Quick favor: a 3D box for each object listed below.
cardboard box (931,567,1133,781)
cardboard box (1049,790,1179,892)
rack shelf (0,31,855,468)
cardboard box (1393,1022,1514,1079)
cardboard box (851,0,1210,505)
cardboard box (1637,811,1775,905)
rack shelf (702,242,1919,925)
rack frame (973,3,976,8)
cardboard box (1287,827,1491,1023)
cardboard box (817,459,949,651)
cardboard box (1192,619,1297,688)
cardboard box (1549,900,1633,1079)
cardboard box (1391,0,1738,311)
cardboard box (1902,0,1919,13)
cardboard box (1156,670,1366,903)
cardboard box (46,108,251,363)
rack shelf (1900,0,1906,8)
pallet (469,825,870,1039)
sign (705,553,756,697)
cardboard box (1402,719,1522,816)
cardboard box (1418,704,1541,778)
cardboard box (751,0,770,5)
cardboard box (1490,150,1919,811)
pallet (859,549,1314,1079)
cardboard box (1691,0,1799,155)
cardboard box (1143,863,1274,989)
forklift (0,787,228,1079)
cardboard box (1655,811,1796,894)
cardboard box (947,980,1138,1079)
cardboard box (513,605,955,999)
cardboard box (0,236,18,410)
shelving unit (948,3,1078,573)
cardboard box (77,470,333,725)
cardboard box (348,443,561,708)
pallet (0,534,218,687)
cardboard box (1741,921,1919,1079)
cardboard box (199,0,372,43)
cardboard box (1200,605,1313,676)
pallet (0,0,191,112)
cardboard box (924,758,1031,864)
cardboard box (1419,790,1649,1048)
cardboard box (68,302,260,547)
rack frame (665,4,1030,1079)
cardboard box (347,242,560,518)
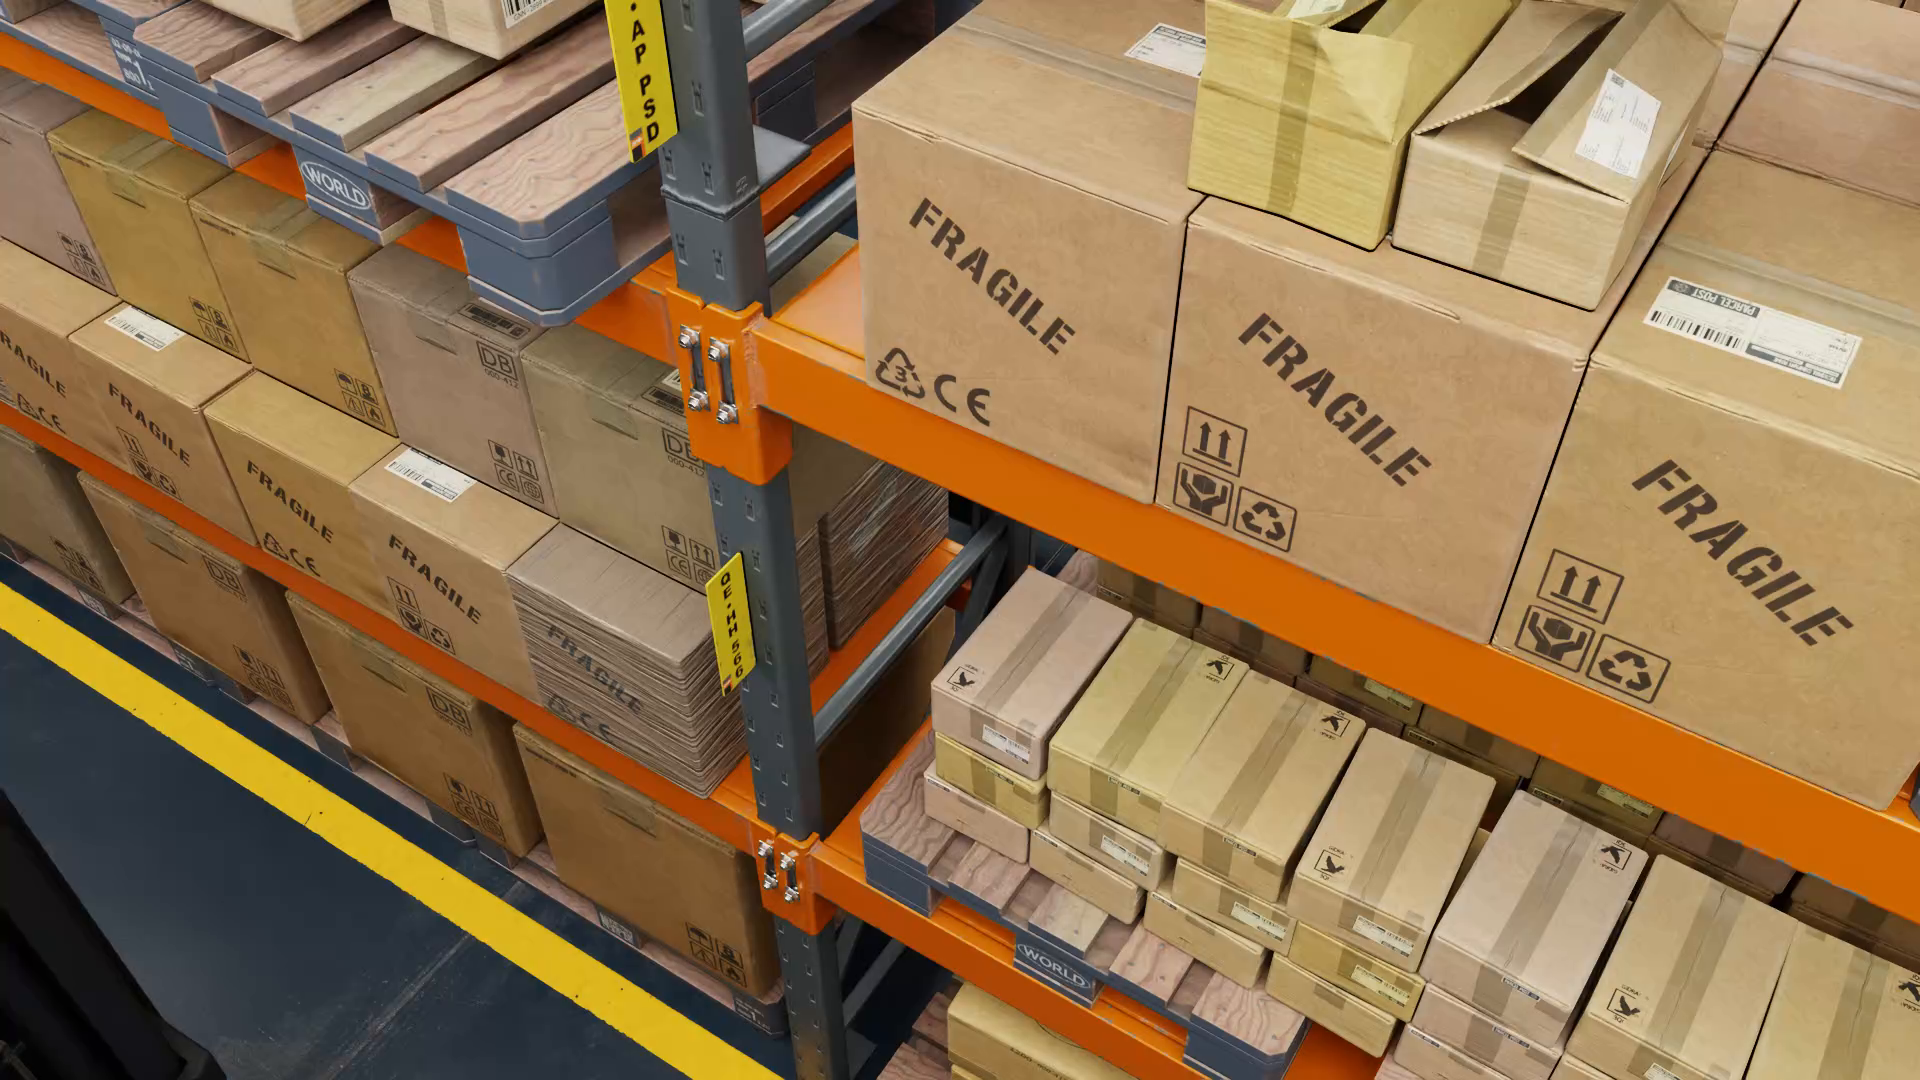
[{"bbox_3d":[0.147,0.265,3.369,0.250,0.149,0.380,25,51,22],"label":"cardboard box"},{"bbox_3d":[0.387,0.483,3.364,0.250,0.149,0.380,27,52,24],"label":"cardboard box"},{"bbox_3d":[-1.824,-1.336,3.866,4.000,0.370,1.077,25,51,22],"label":"rack shelf"},{"bbox_3d":[1.033,0.883,3.183,0.250,0.149,0.380,26,51,23],"label":"cardboard box"},{"bbox_3d":[0.196,-0.465,2.449,0.500,0.500,0.500,25,51,22],"label":"cardboard box"},{"bbox_3d":[1.599,0.588,3.470,0.250,0.149,0.380,26,51,23],"label":"cardboard box"},{"bbox_3d":[1.543,0.213,2.361,4.000,0.370,1.077,25,51,22],"label":"rack shelf"},{"bbox_3d":[-0.066,-0.762,5.526,0.015,2.100,0.400,25,51,22],"label":"rack frame"},{"bbox_3d":[0.826,0.682,3.171,0.250,0.149,0.380,25,51,22],"label":"cardboard box"},{"bbox_3d":[-0.373,-0.138,4.223,0.500,0.500,0.500,25,51,23],"label":"cardboard box"},{"bbox_3d":[0.731,0.185,3.861,0.250,0.149,0.380,25,51,22],"label":"cardboard box"},{"bbox_3d":[1.242,0.877,2.981,0.250,0.149,0.380,24,51,22],"label":"cardboard box"},{"bbox_3d":[0.721,-0.516,1.965,0.258,0.266,0.396,25,51,22],"label":"cardboard box"},{"bbox_3d":[3.753,-2.010,6.042,0.500,0.500,0.500,24,50,21],"label":"cardboard box"},{"bbox_3d":[0.575,0.463,3.176,0.250,0.149,0.380,24,51,22],"label":"cardboard box"},{"bbox_3d":[-1.803,-0.920,4.285,0.500,0.500,0.700,24,51,22],"label":"cardboard box"},{"bbox_3d":[4.306,-1.697,6.309,4.000,0.370,1.077,25,51,22],"label":"rack shelf"},{"bbox_3d":[-0.764,0.854,5.273,1.213,0.211,1.003,25,51,22],"label":"pallet"},{"bbox_3d":[-0.438,0.166,3.190,0.005,0.325,0.100,25,51,22],"label":"sign"},{"bbox_3d":[1.155,0.383,3.668,0.250,0.149,0.380,24,50,22],"label":"cardboard box"},{"bbox_3d":[1.180,0.287,3.554,0.250,0.149,0.380,25,51,22],"label":"cardboard box"},{"bbox_3d":[-0.335,-1.132,2.979,0.250,0.149,0.380,23,50,21],"label":"cardboard box"},{"bbox_3d":[1.045,-0.085,2.080,0.500,0.500,0.500,25,51,22],"label":"cardboard box"},{"bbox_3d":[0.517,0.512,3.795,1.003,0.211,1.213,25,51,22],"label":"pallet"},{"bbox_3d":[0.905,-0.593,2.574,0.500,0.500,0.500,25,51,22],"label":"cardboard box"},{"bbox_3d":[0.580,0.678,3.382,0.250,0.149,0.380,27,52,24],"label":"cardboard box"},{"bbox_3d":[-2.354,0.993,3.241,3.031,2.935,1.130,23,50,21],"label":"forklift"},{"bbox_3d":[1.608,0.485,3.362,0.250,0.149,0.380,26,51,23],"label":"cardboard box"},{"bbox_3d":[0.309,1.110,4.007,0.500,0.250,0.500,23,50,20],"label":"cardboard box"},{"bbox_3d":[-0.605,0.581,4.870,0.750,0.750,1.050,24,50,22],"label":"cardboard box"},{"bbox_3d":[-2.785,-0.789,4.856,0.500,0.500,0.500,25,51,22],"label":"cardboard box"},{"bbox_3d":[0.139,-0.668,5.435,0.503,2.100,0.431,25,51,22],"label":"shelving unit"},{"bbox_3d":[-2.127,-0.116,5.547,0.750,0.750,1.050,25,51,22],"label":"cardboard box"},{"bbox_3d":[-1.084,-0.008,4.096,0.500,0.500,0.500,25,51,22],"label":"cardboard box"},{"bbox_3d":[-2.818,-0.090,6.191,1.213,0.211,1.003,25,51,22],"label":"pallet"},{"bbox_3d":[1.459,0.870,2.781,0.250,0.149,0.380,24,50,22],"label":"cardboard box"},{"bbox_3d":[-1.183,-1.186,2.919,0.500,0.311,0.500,25,51,22],"label":"cardboard box"},{"bbox_3d":[0.747,0.090,3.746,0.250,0.149,0.380,27,51,23],"label":"cardboard box"},{"bbox_3d":[-1.654,-1.395,3.554,1.213,0.211,1.003,27,52,24],"label":"pallet"},{"bbox_3d":[0.127,0.470,3.584,0.250,0.149,0.380,24,50,22],"label":"cardboard box"},{"bbox_3d":[1.027,0.670,2.975,0.250,0.149,0.380,27,52,24],"label":"cardboard box"},{"bbox_3d":[-1.938,-0.397,4.475,0.500,0.500,0.500,25,51,23],"label":"cardboard box"},{"bbox_3d":[-0.141,0.233,3.932,0.127,3.000,1.000,25,51,22],"label":"rack frame"},{"bbox_3d":[-0.940,-0.525,3.901,0.500,0.500,0.700,24,50,22],"label":"cardboard box"}]
